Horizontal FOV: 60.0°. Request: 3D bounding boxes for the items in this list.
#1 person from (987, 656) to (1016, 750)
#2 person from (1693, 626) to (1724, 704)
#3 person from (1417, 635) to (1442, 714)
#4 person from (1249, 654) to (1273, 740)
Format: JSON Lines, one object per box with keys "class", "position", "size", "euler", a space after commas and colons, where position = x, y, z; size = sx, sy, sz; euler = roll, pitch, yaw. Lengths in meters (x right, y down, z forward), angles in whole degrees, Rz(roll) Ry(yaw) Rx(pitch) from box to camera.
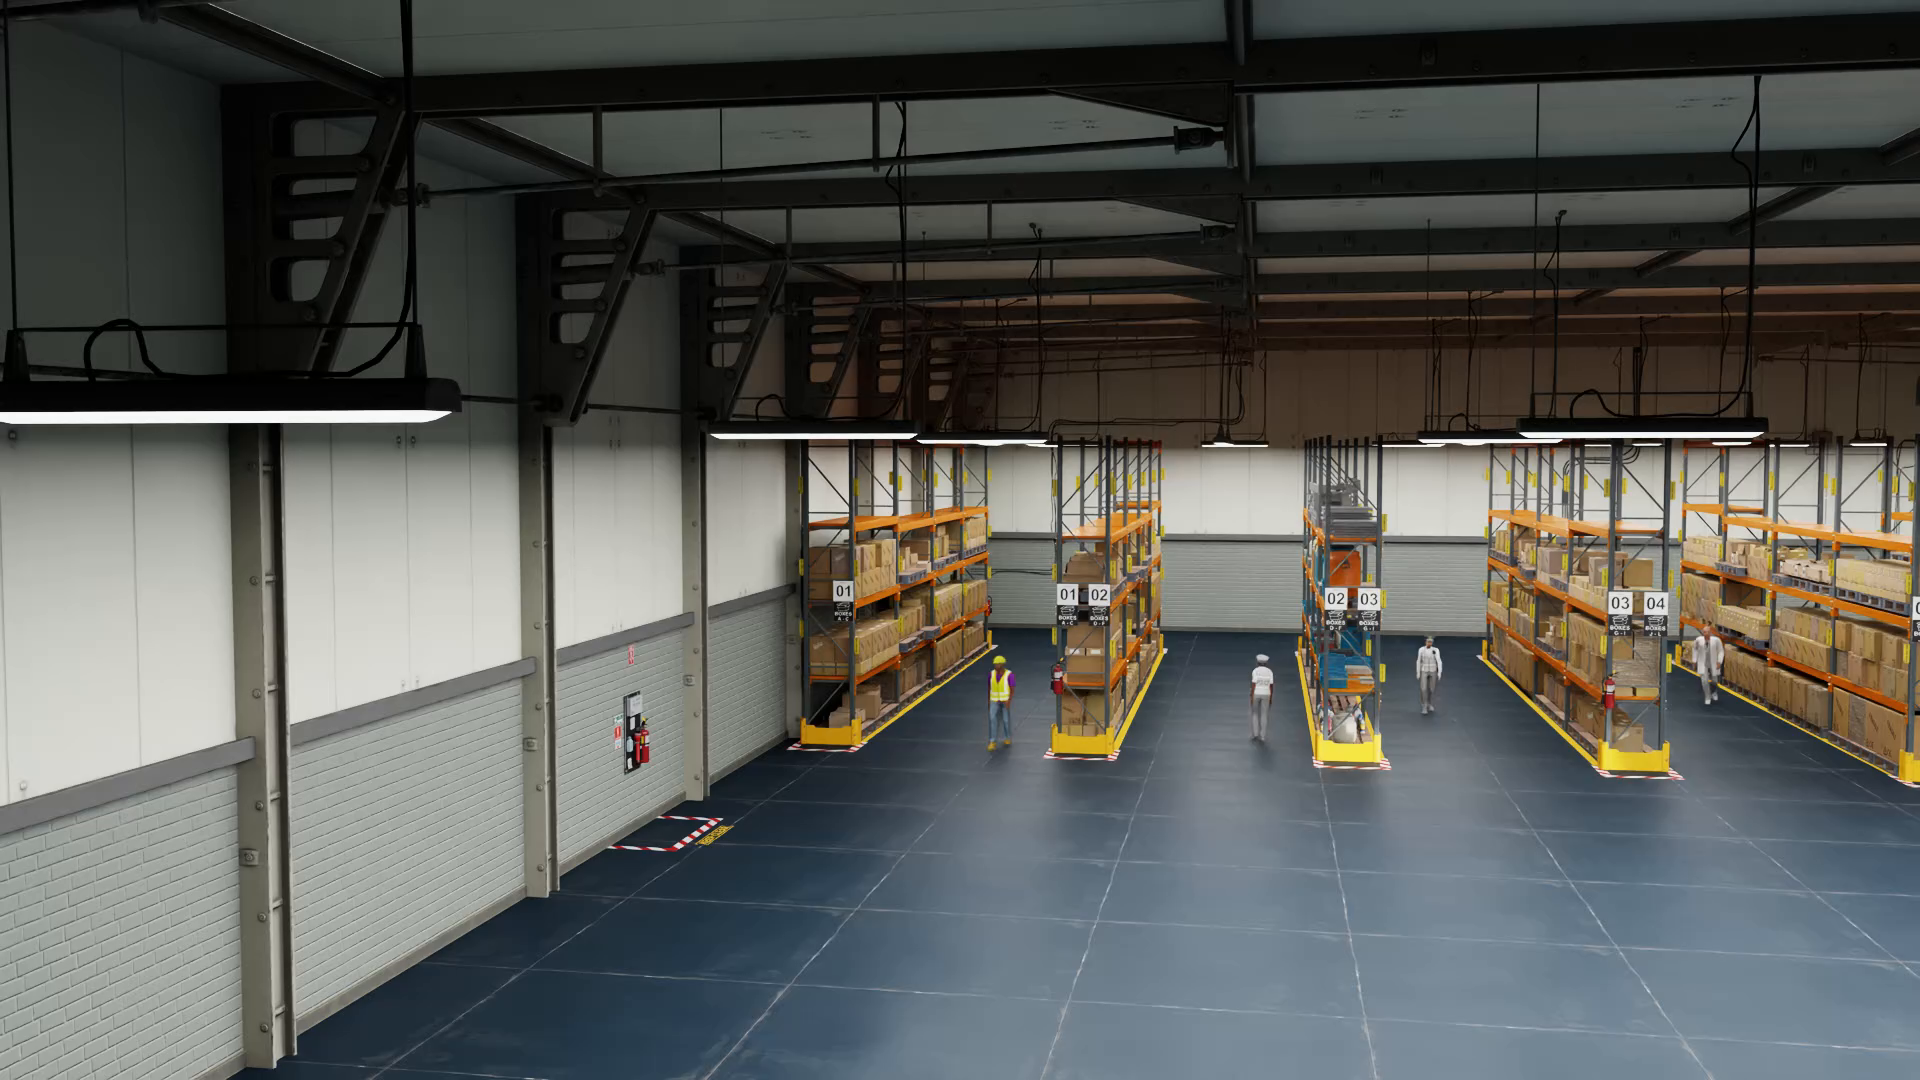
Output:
{"class": "person", "position": [0.761, 3.107, 31.936], "size": [0.590, 1.739, 0.880], "euler": [1, 3, 19]}
{"class": "person", "position": [16.961, 2.814, 37.698], "size": [0.641, 1.757, 0.750], "euler": [1, 3, 24]}
{"class": "person", "position": [10.254, 2.944, 36.327], "size": [0.528, 1.723, 0.510], "euler": [1, 3, 12]}
{"class": "person", "position": [5.951, 3.137, 32.815], "size": [0.460, 1.734, 0.595], "euler": [0, 3, 4]}
